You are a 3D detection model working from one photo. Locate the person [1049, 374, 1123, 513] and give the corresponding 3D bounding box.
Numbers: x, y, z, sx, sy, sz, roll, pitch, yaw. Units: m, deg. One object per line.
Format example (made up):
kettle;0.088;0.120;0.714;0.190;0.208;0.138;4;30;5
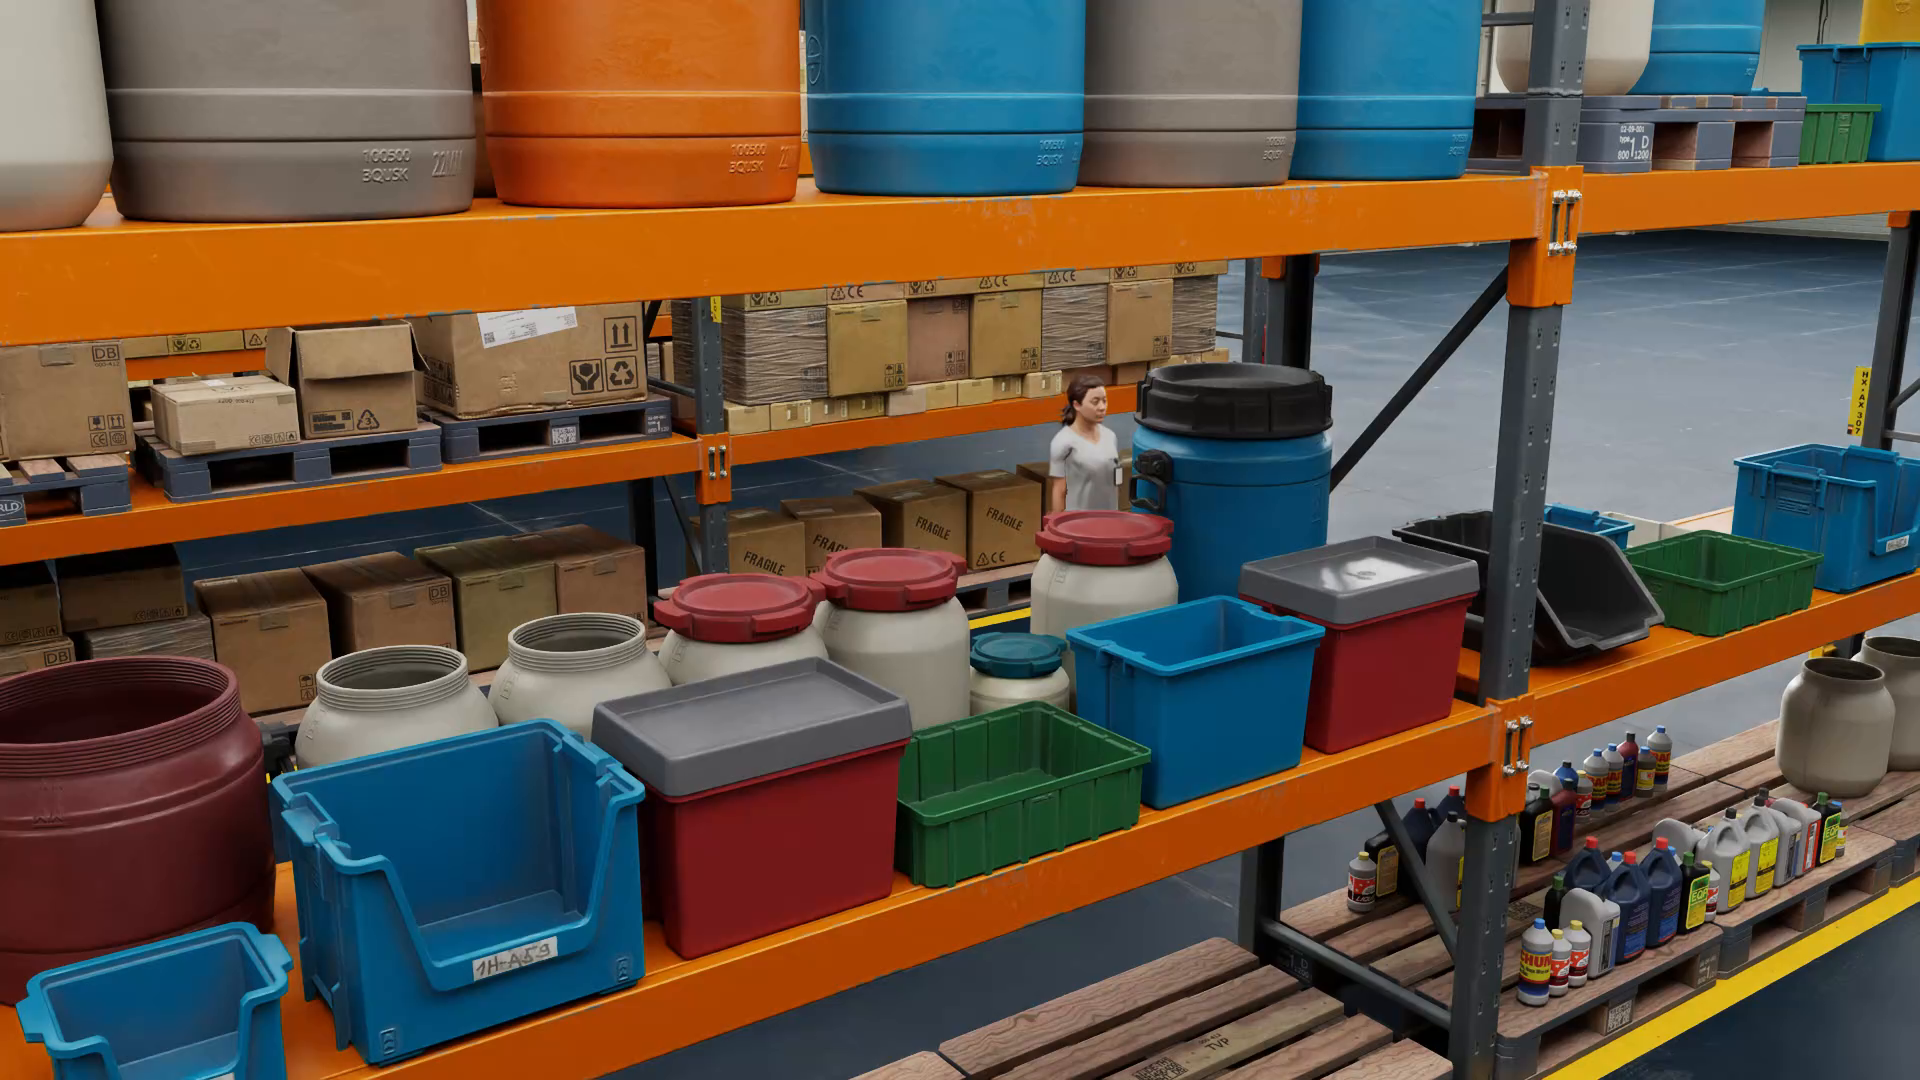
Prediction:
person;0.663;-0.004;8.599;0.441;1.704;0.467;-10;18;-34
